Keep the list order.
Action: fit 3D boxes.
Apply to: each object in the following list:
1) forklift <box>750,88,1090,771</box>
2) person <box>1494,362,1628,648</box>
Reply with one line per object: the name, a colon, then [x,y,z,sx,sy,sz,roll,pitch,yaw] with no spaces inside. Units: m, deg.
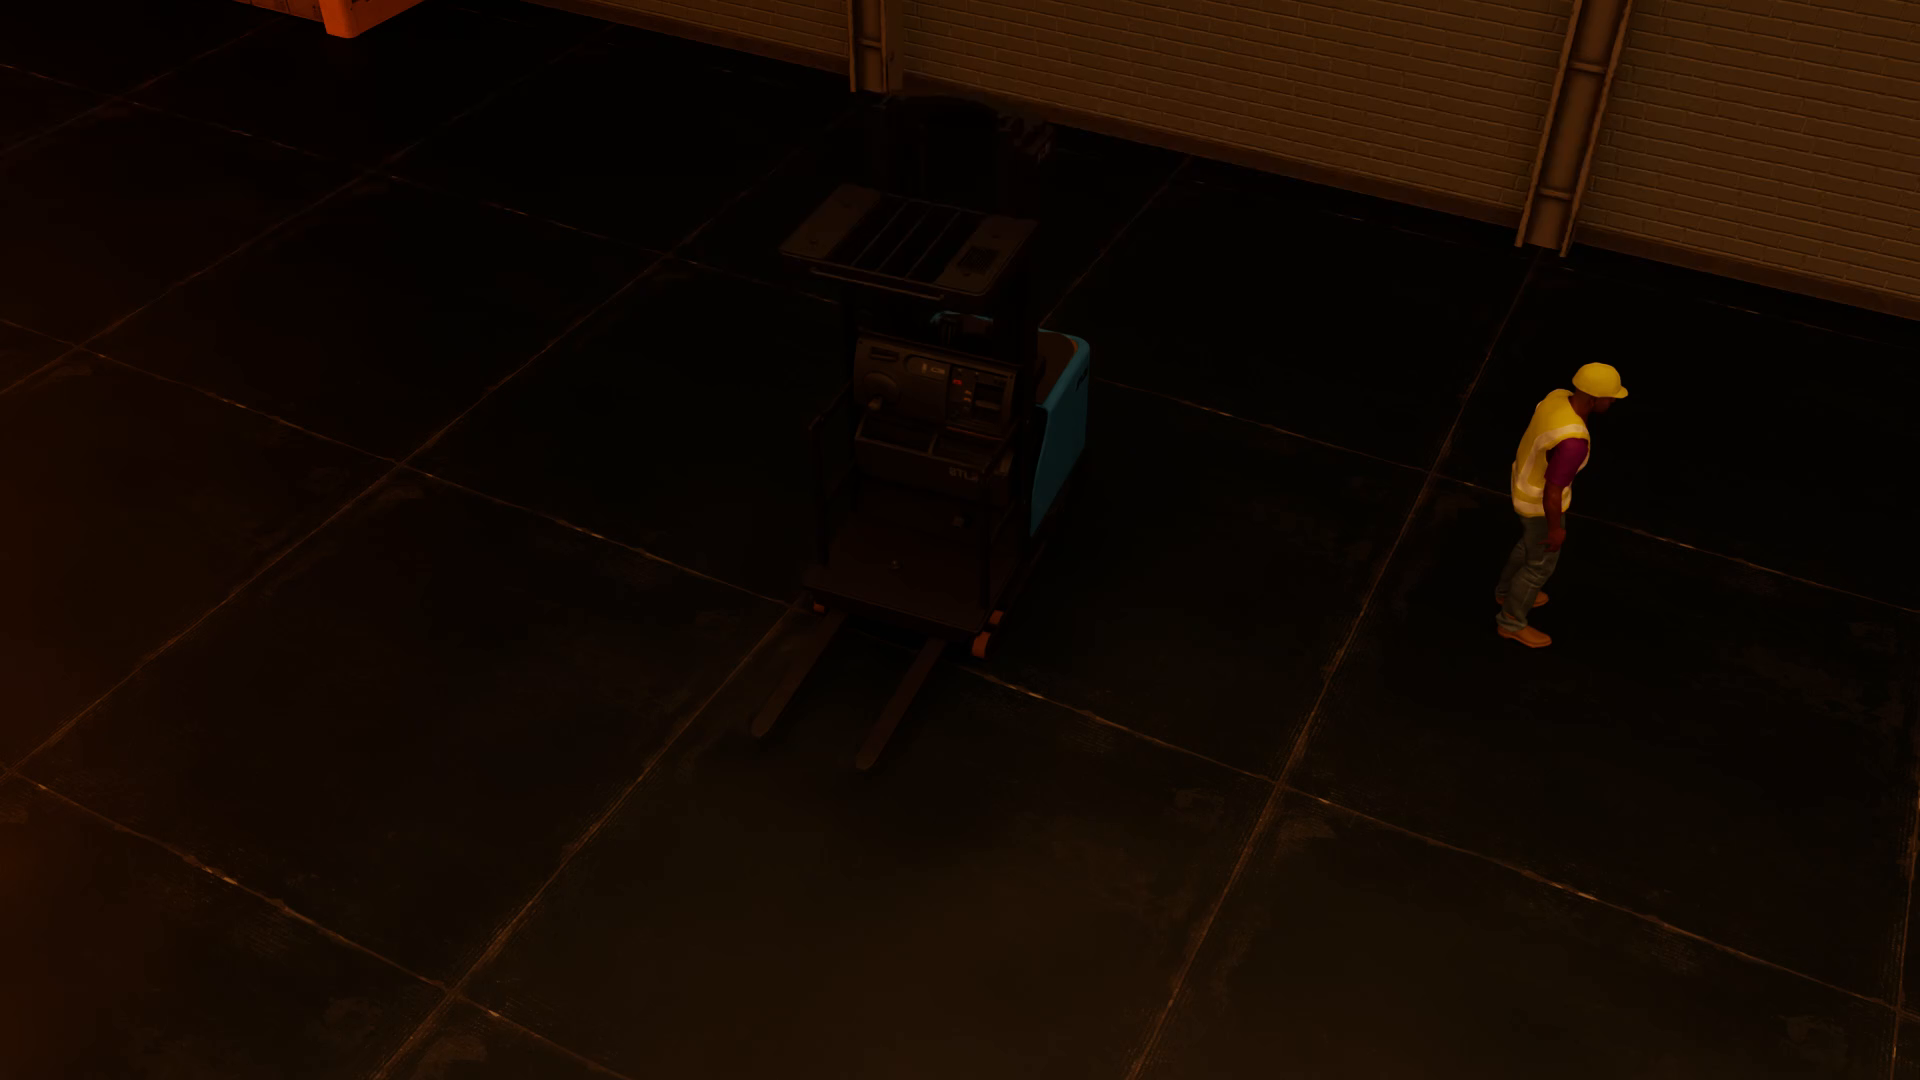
forklift: [-0.222,-0.753,8.881,1.130,2.935,3.031,15,42,17]
person: [3.259,-0.229,9.171,0.461,1.759,0.626,8,41,9]
